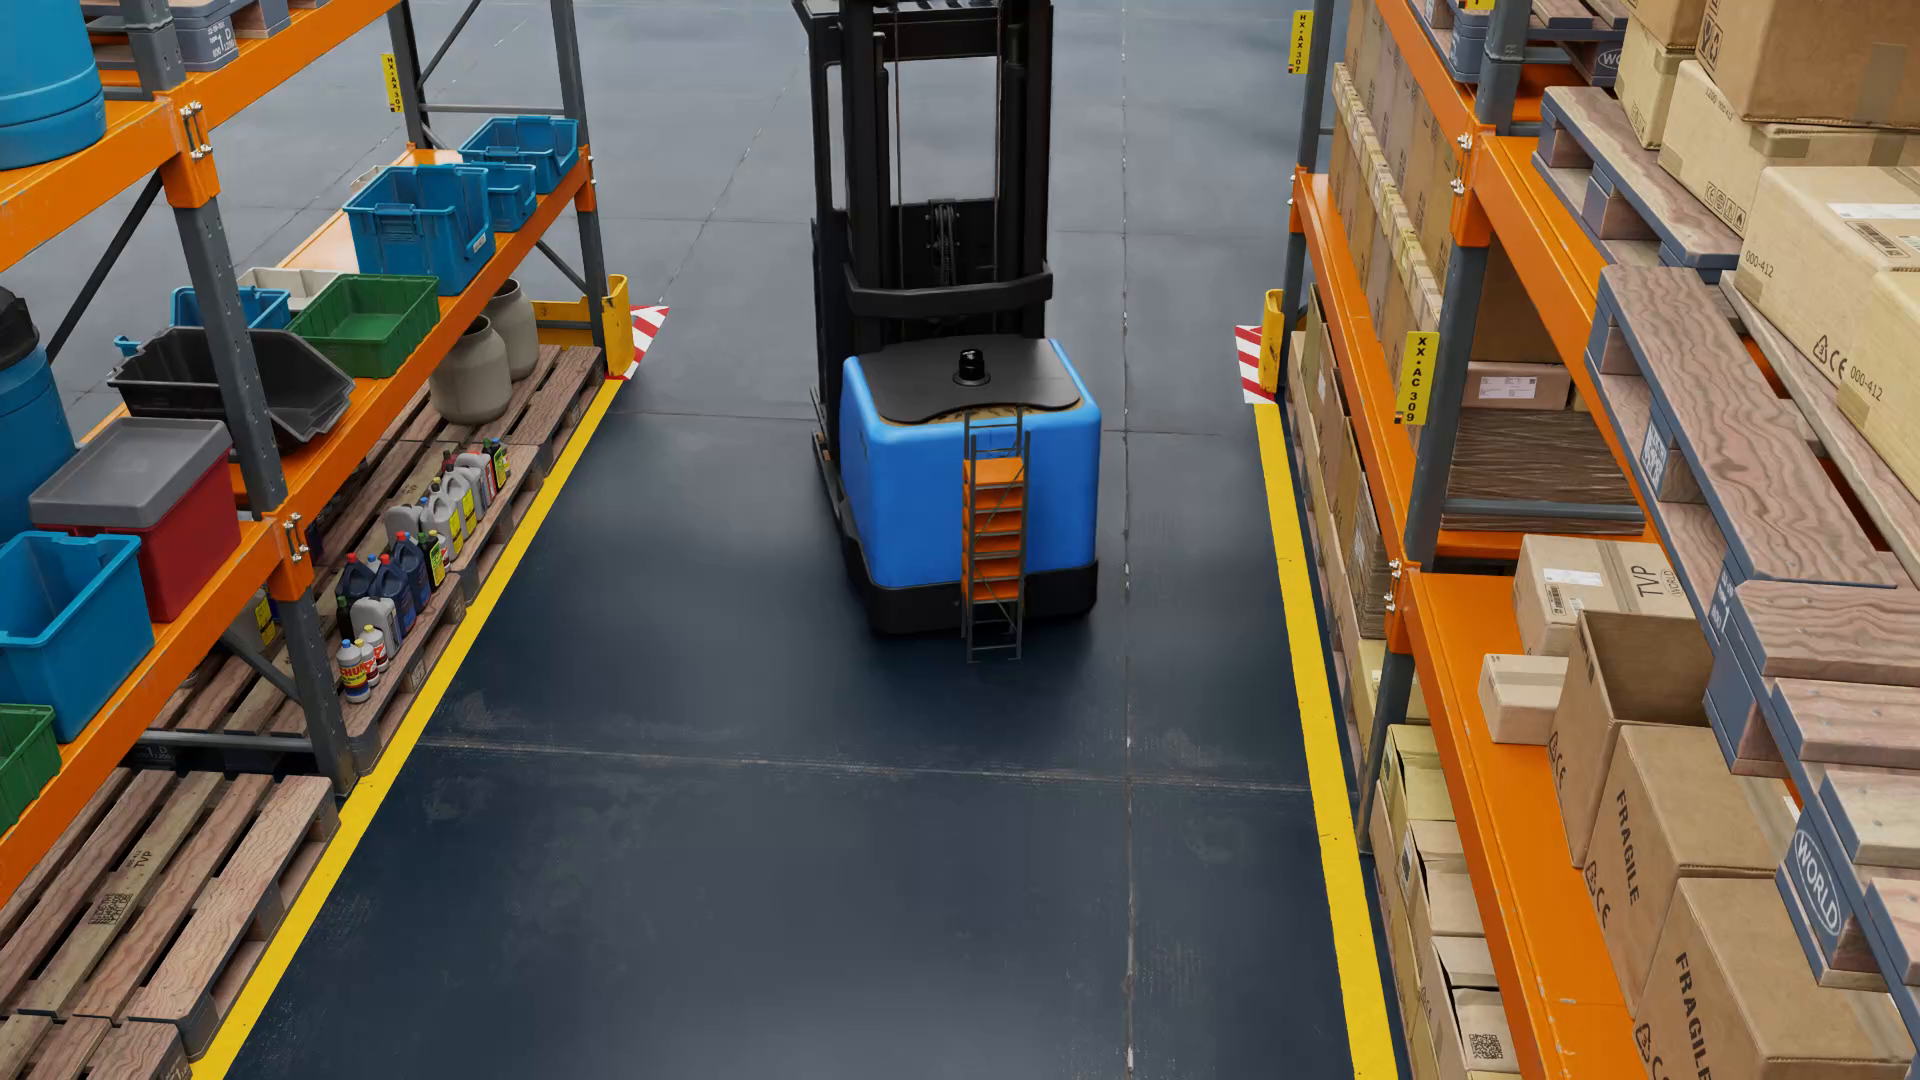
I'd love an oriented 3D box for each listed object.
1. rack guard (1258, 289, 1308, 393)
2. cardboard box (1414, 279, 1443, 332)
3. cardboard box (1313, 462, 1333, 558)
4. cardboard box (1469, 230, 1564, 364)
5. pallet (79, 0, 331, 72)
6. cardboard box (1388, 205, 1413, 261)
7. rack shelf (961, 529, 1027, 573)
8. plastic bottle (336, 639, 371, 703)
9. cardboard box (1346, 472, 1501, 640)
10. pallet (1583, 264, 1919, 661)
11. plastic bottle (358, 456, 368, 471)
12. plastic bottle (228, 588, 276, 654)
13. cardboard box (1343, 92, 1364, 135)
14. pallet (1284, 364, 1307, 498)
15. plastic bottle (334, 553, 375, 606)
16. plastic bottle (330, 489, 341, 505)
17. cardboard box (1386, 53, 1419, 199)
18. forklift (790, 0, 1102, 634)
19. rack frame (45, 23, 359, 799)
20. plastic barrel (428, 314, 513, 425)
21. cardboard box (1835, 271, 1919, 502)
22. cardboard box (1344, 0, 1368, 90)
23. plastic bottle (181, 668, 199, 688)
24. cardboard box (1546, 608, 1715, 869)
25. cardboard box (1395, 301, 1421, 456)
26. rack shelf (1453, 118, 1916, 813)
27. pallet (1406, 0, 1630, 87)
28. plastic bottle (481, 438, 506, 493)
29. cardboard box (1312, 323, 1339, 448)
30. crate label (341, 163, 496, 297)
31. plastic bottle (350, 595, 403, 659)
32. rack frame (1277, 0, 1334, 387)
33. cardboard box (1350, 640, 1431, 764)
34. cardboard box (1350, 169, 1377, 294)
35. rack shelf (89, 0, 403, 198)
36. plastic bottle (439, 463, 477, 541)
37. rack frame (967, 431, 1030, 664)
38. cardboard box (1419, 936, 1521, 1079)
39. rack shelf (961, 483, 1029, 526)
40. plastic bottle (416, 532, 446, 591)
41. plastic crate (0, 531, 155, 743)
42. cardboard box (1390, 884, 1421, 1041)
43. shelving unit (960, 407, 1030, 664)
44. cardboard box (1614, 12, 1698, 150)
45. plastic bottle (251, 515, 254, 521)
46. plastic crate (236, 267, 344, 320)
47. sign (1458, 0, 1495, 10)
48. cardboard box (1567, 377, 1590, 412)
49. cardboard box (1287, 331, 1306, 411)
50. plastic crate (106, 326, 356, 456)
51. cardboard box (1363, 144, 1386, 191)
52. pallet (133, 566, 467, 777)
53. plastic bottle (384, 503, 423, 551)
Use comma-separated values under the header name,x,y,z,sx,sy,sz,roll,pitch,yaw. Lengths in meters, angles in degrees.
name,x,y,z,sx,sy,sz,roll,pitch,yaw
rack guard,2.343,-1.131,9.609,1.175,0.500,0.348,2,32,4
cardboard box,1.865,-0.827,6.020,0.380,0.149,0.250,2,32,3
cardboard box,1.952,-0.136,7.832,0.500,0.250,0.500,2,32,4
cardboard box,2.045,-0.918,5.549,0.700,0.500,0.500,3,32,4
pallet,-2.960,-1.883,5.767,1.213,0.211,1.003,2,32,4
cardboard box,1.929,-1.225,6.665,0.380,0.149,0.250,3,32,5
rack shelf,0.144,0.037,7.120,0.258,0.103,0.180,-4,37,-7
plastic bottle,-2.458,0.522,6.726,0.097,0.271,0.097,0,32,0
cardboard box,1.888,0.069,6.785,0.500,0.500,0.500,2,32,4
pallet,1.744,-0.140,2.939,1.003,0.211,1.213,4,32,6
plastic bottle,-3.054,-0.487,8.363,0.097,0.271,0.097,0,32,0
plastic bottle,-3.012,0.293,7.021,0.144,0.351,0.185,2,32,4
cardboard box,2.054,-2.037,7.983,0.380,0.149,0.250,3,32,4
pallet,2.321,-0.594,9.013,1.003,0.211,1.213,2,32,4
plastic bottle,-2.585,0.225,7.131,0.144,0.351,0.185,2,32,4
plastic bottle,-3.082,-0.308,8.072,0.097,0.271,0.097,0,32,0
cardboard box,2.168,-1.706,6.827,0.700,0.500,0.500,2,32,4
forklift,-0.179,-1.589,8.034,1.130,2.935,3.031,-6,32,-10
rack frame,-2.921,-0.305,5.885,1.000,3.000,0.127,2,32,4
plastic barrel,-2.614,-0.906,8.833,0.421,0.512,0.421,0,32,0
cardboard box,1.753,-0.205,2.607,0.500,0.250,0.500,2,32,3
cardboard box,2.286,-2.506,8.126,0.700,0.500,0.500,3,32,4
plastic bottle,-3.202,0.496,6.834,0.097,0.201,0.097,0,32,0
cardboard box,1.894,0.543,4.415,0.500,0.500,0.500,5,32,8
cardboard box,2.082,-0.642,6.338,0.700,0.500,0.500,2,32,3
rack shelf,1.853,-0.016,3.244,1.077,0.370,4.000,2,32,4
pallet,2.059,-1.778,5.501,1.003,0.211,1.213,2,32,4
plastic bottle,-2.299,-0.386,8.187,0.061,0.283,0.133,3,32,5
cardboard box,2.009,-0.716,8.058,0.500,0.500,0.500,2,32,4
crate label,-2.476,-1.437,7.690,0.502,0.435,0.616,2,32,4
plastic bottle,-2.459,0.349,7.001,0.152,0.276,0.135,4,32,6
rack frame,2.341,-2.183,8.933,1.000,3.000,0.127,2,32,4
cardboard box,1.835,0.649,6.559,0.500,0.250,0.500,2,32,4
cardboard box,2.206,-1.448,7.645,0.700,0.500,0.500,3,32,4
rack shelf,-2.758,-2.321,6.984,1.077,0.370,4.000,2,32,4
plastic bottle,-2.377,-0.187,7.800,0.144,0.351,0.185,4,32,6
rack frame,0.157,0.055,7.020,0.240,1.200,0.006,-4,37,-7
cardboard box,1.647,1.400,4.806,0.500,0.311,0.500,1,32,2
rack shelf,0.146,-0.157,6.978,0.258,0.103,0.180,-4,37,-7
plastic bottle,-2.371,0.077,7.436,0.061,0.283,0.133,4,32,6
plastic crate,-2.701,0.292,4.932,0.392,0.384,0.575,2,32,4
cardboard box,1.693,1.368,5.391,0.500,0.250,0.500,3,32,5
shelving unit,0.144,0.001,7.093,0.258,1.200,0.189,-4,37,-7
cardboard box,1.956,-1.161,4.159,0.500,0.250,0.500,6,32,9
plastic bottle,-3.114,0.017,7.468,0.144,0.351,0.185,2,32,4
plastic crate,-3.041,-1.052,7.350,0.530,0.136,0.437,2,32,4
sign,1.462,-1.645,4.633,0.100,0.325,0.005,2,32,4
cardboard box,2.230,-0.542,5.557,0.380,0.149,0.250,2,32,4
cardboard box,2.076,-0.920,9.104,0.500,0.250,0.500,2,32,4
plastic crate,-2.752,-0.547,6.337,0.767,0.338,0.504,2,32,4
cardboard box,1.992,-1.632,7.325,0.380,0.149,0.250,2,32,3
pallet,-2.825,0.533,7.184,1.003,0.211,1.213,2,32,4
plastic bottle,-2.542,-0.051,7.650,0.152,0.276,0.135,2,32,4
